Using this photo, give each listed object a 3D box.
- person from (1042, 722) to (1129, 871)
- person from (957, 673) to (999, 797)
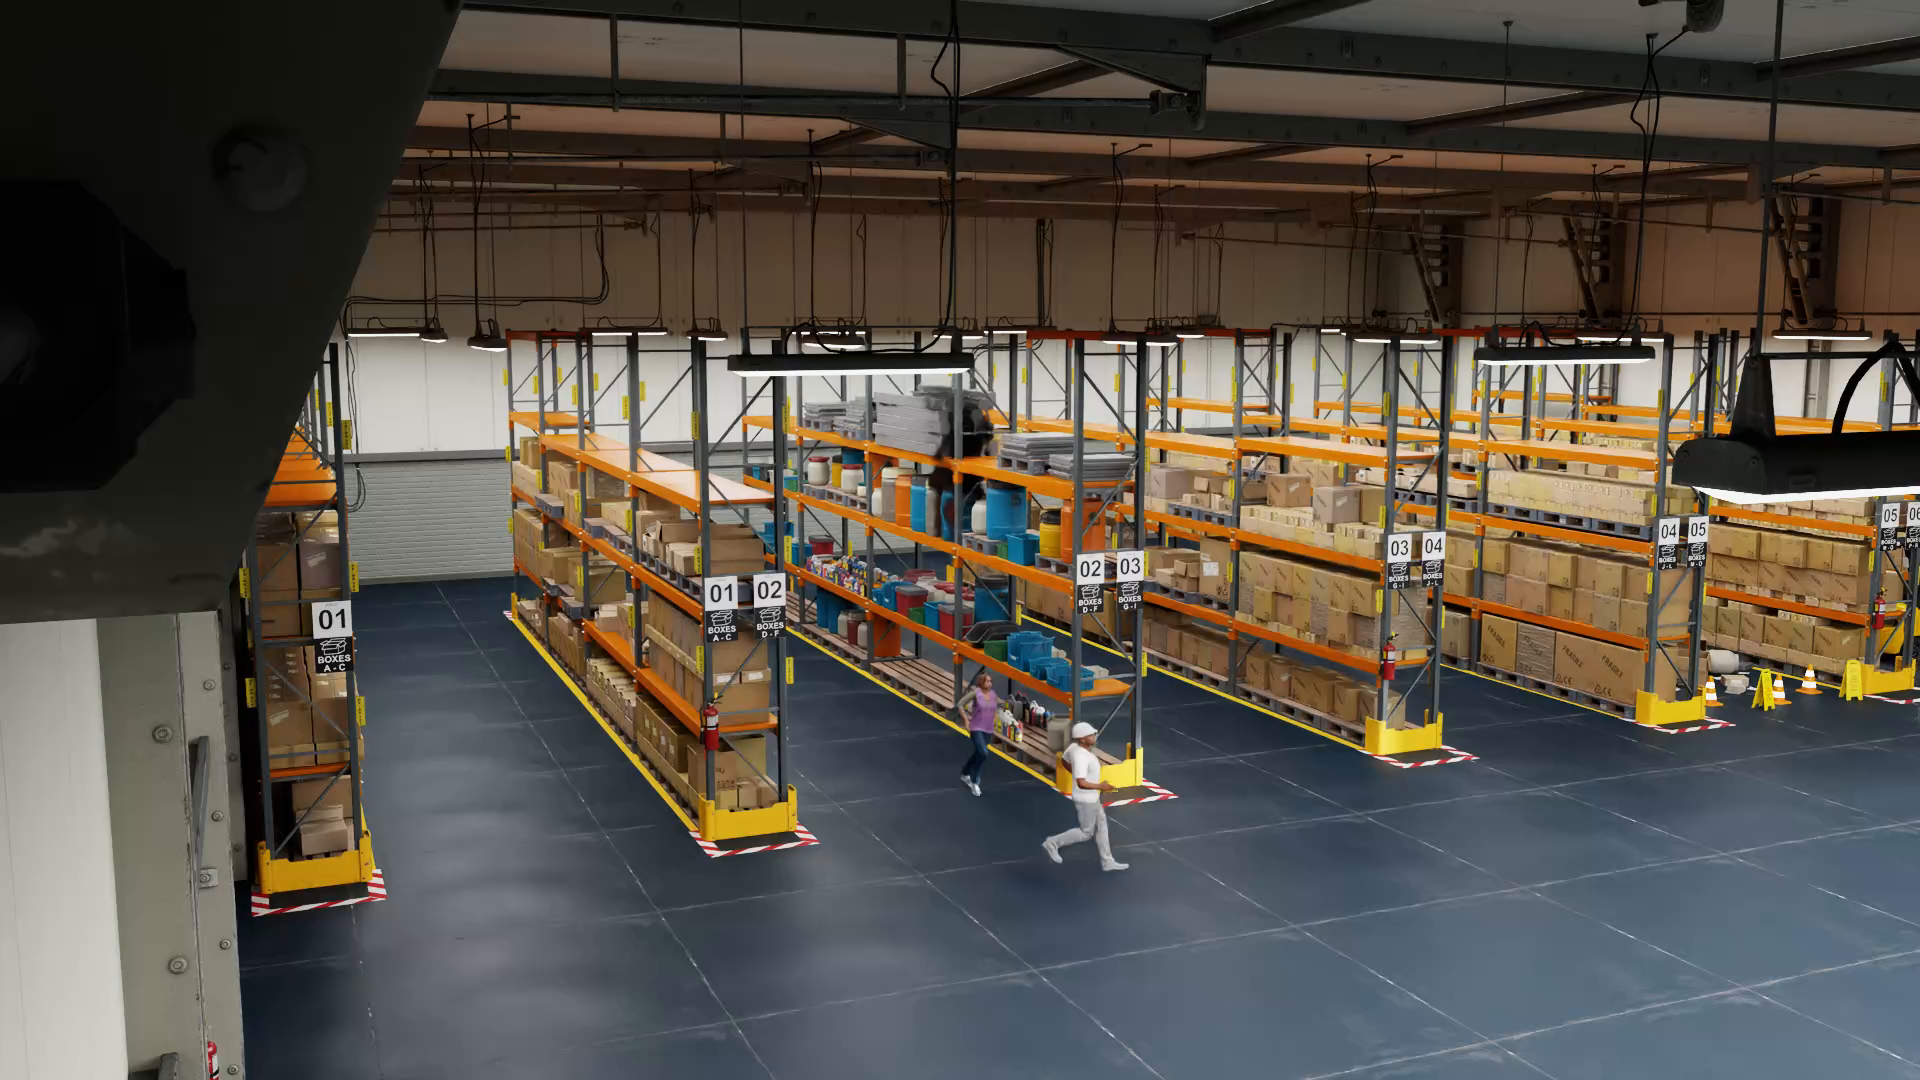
[{"bbox_3d":[1.433,2.913,18.843,0.993,1.736,0.714,0,8,2],"label":"person"},{"bbox_3d":[0.271,2.559,22.106,0.521,1.617,0.692,-5,9,-35],"label":"person"}]
